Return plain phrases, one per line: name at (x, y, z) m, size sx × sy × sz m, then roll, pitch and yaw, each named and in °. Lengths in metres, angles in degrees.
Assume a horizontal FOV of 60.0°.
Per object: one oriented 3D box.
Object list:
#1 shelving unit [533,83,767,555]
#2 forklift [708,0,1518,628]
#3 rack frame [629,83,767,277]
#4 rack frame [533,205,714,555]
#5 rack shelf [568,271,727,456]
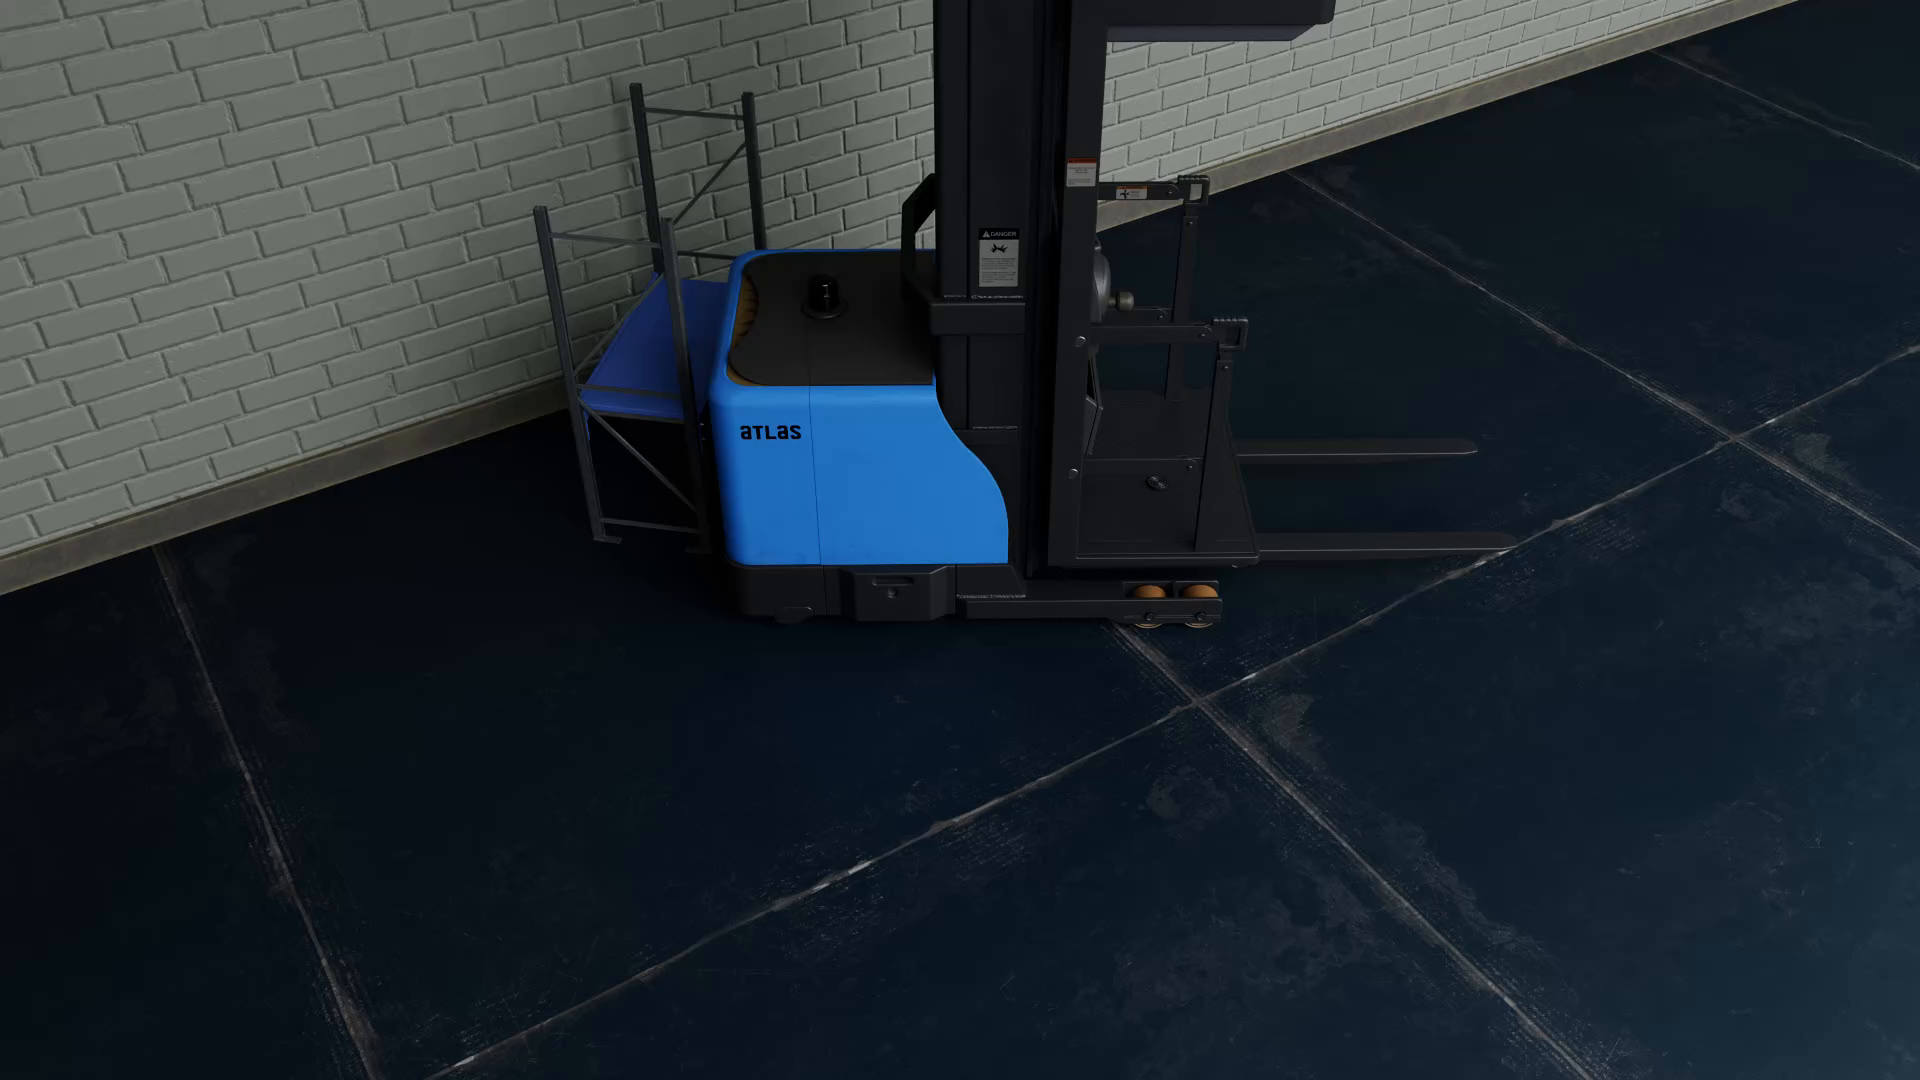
shelving unit at (-1.148, -0.875, 6.628) m, size 0.538 × 1.500 × 1.048 m, roll 7°, pitch 40°, yaw 8°
forklift at (0.622, -1.131, 5.818) m, size 3.031 × 2.935 × 1.130 m, roll 0°, pitch 40°, yaw -1°
rack frame at (-1.056, -1.195, 7.012) m, size 0.500 × 1.500 × 0.032 m, roll 7°, pitch 40°, yaw 8°
rack frame at (-1.239, -0.555, 6.244) m, size 0.500 × 1.500 × 0.032 m, roll 7°, pitch 40°, yaw 8°
rack shelf at (-1.148, -0.737, 6.743) m, size 0.538 × 0.185 × 1.000 m, roll 7°, pitch 40°, yaw 8°
